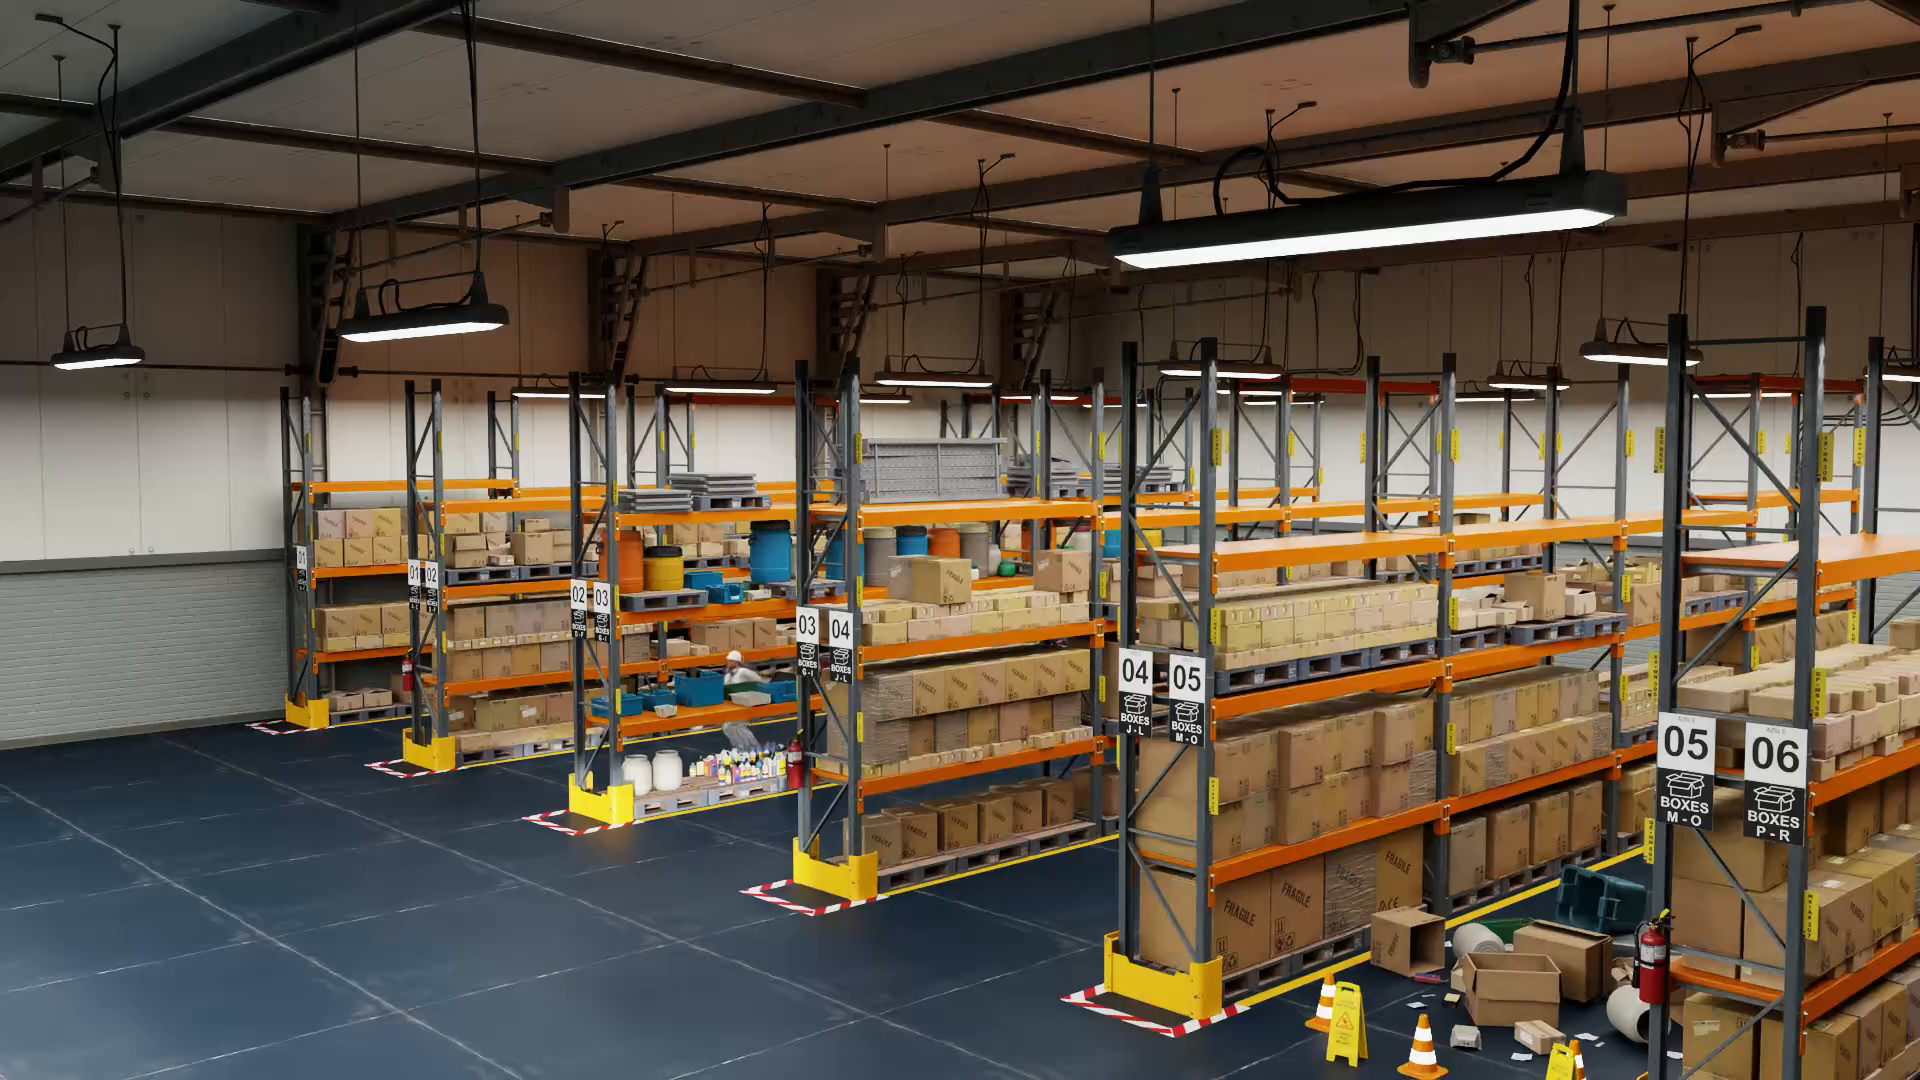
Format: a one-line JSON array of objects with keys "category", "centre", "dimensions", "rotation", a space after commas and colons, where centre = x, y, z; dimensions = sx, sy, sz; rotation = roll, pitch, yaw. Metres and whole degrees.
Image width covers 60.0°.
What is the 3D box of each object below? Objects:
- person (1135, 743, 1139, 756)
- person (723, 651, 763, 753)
[{"category": "person", "centre": [2.840, 2.763, 25.088], "dimensions": [0.691, 1.681, 0.575], "rotation": [-4, 5, -44]}, {"category": "person", "centre": [-3.458, 2.613, 26.091], "dimensions": [0.806, 1.761, 0.682], "rotation": [-3, 5, -40]}]
